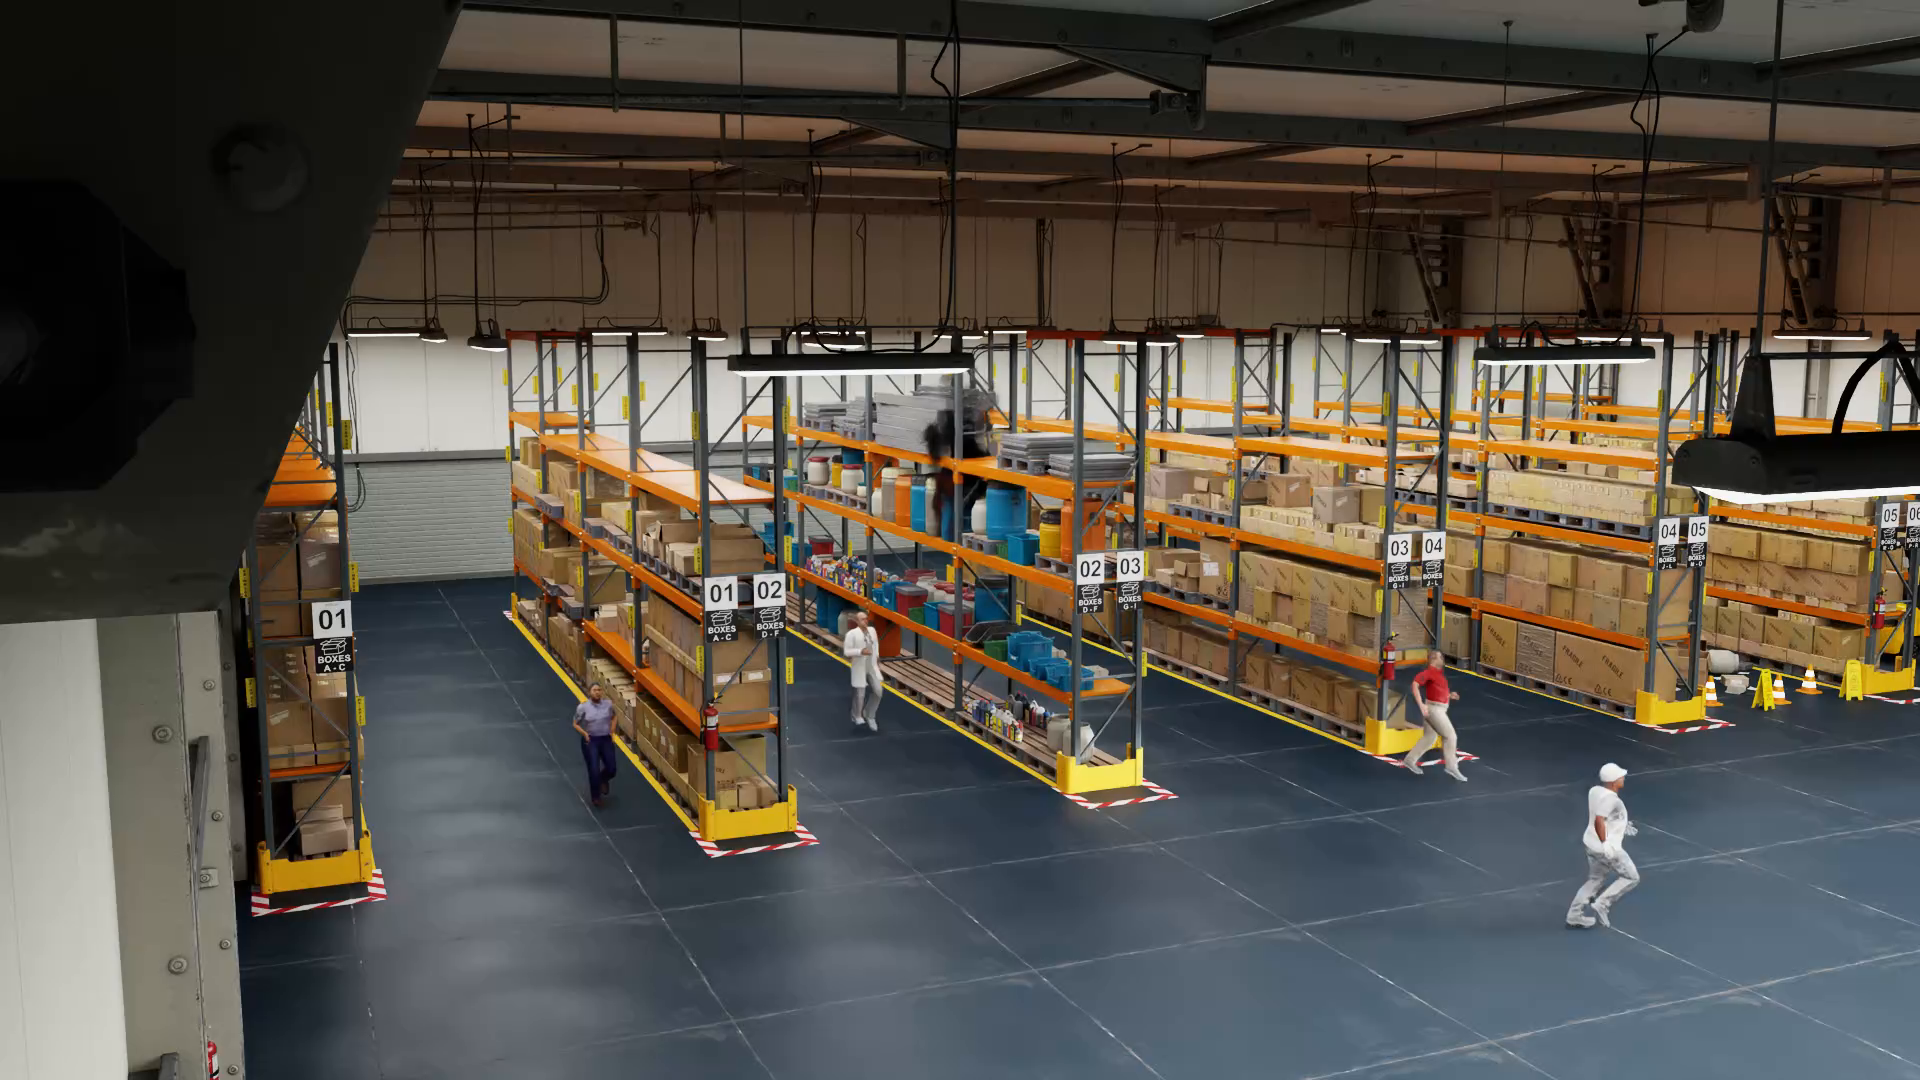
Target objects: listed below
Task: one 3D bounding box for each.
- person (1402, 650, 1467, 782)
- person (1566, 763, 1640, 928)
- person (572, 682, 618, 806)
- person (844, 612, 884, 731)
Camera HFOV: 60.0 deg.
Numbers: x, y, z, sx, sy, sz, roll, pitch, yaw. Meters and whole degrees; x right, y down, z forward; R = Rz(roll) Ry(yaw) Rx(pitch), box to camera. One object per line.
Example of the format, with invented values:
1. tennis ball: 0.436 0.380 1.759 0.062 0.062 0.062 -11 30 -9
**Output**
1. person: 6.562 2.385 22.839 0.853 1.727 0.670 3 8 19
2. person: 6.667 3.146 17.139 0.738 1.721 0.609 0 8 -3
3. person: -4.688 2.667 21.506 0.603 1.515 0.571 -4 9 -26
4. person: -1.427 1.987 25.109 0.688 1.814 0.755 -4 9 -29
